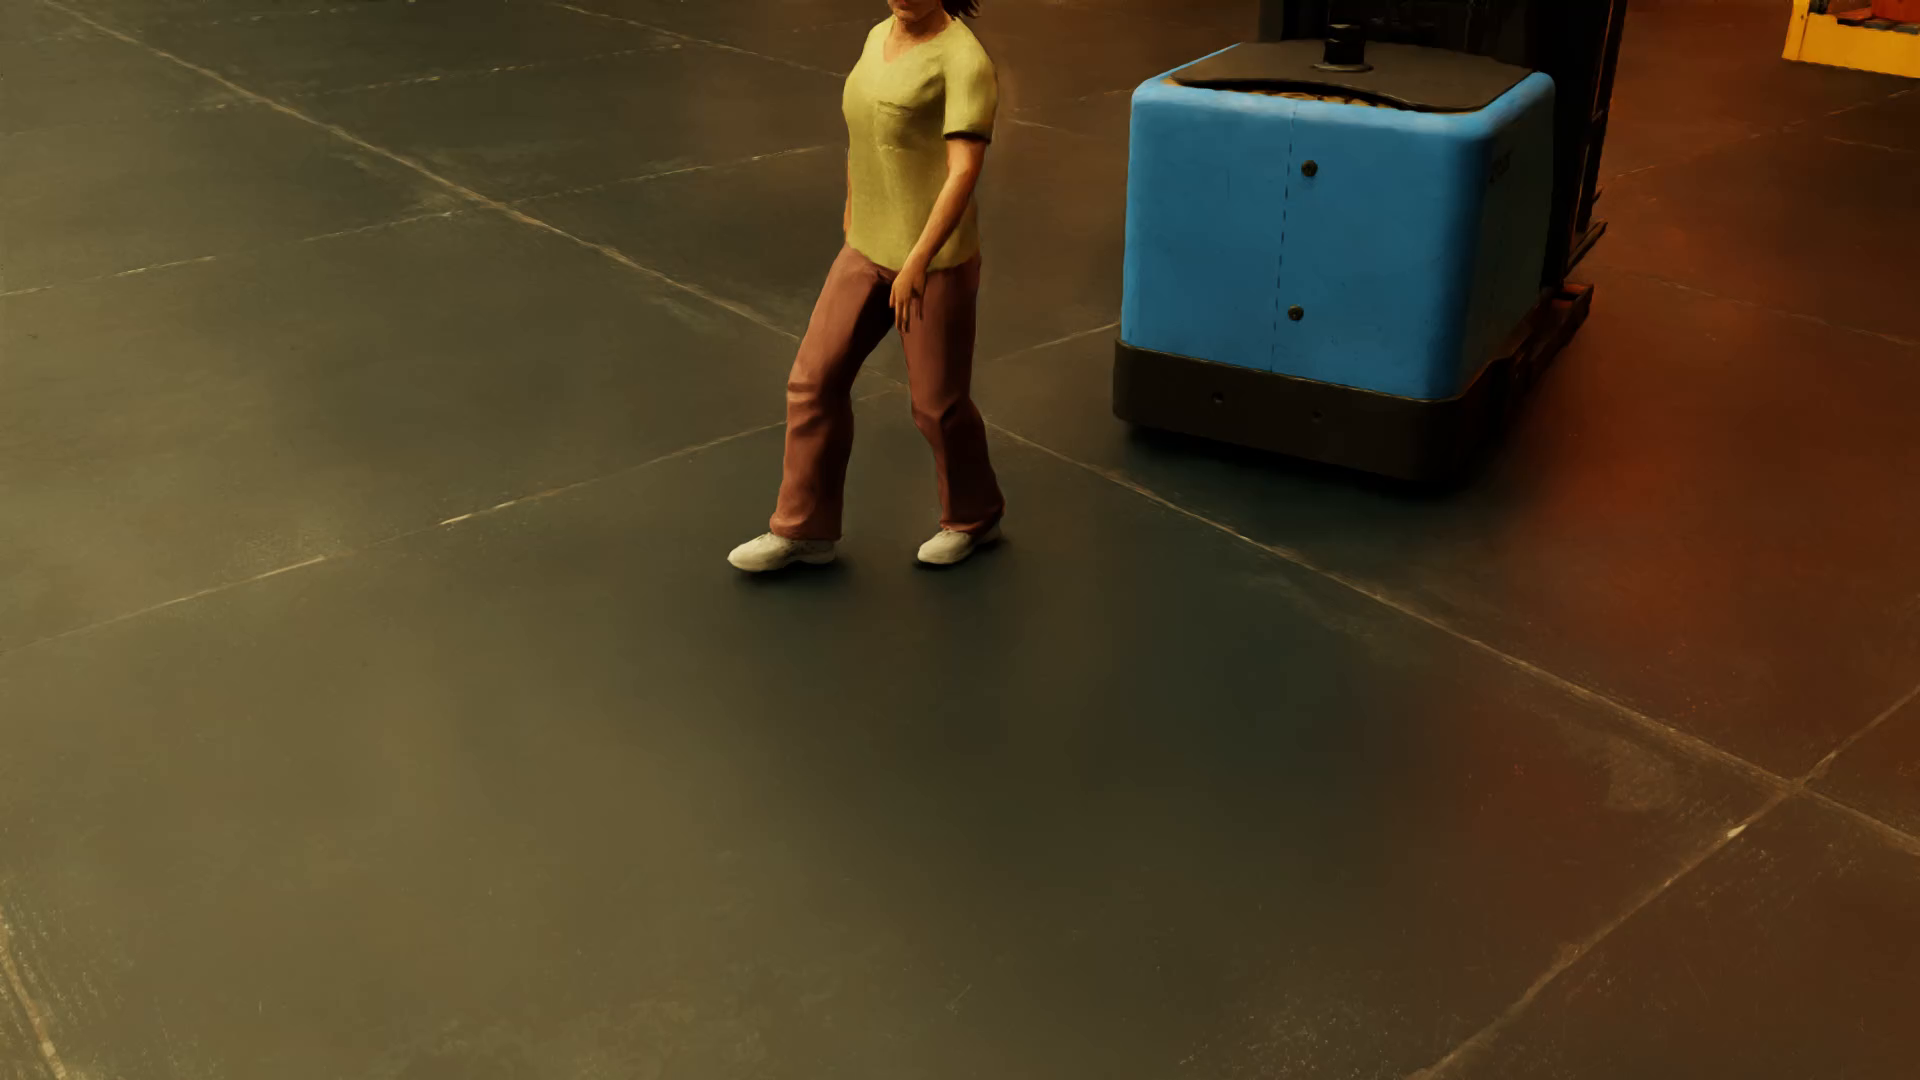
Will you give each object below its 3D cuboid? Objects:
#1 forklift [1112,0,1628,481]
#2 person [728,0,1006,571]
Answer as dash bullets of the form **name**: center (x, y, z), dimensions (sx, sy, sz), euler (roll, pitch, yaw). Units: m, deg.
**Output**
- **forklift**: center (1.646, -2.094, 5.424), dimensions (1.130, 2.935, 3.031), euler (14, 30, 27)
- **person**: center (-0.197, -0.660, 4.015), dimensions (0.713, 1.619, 0.586), euler (-24, 35, -39)
